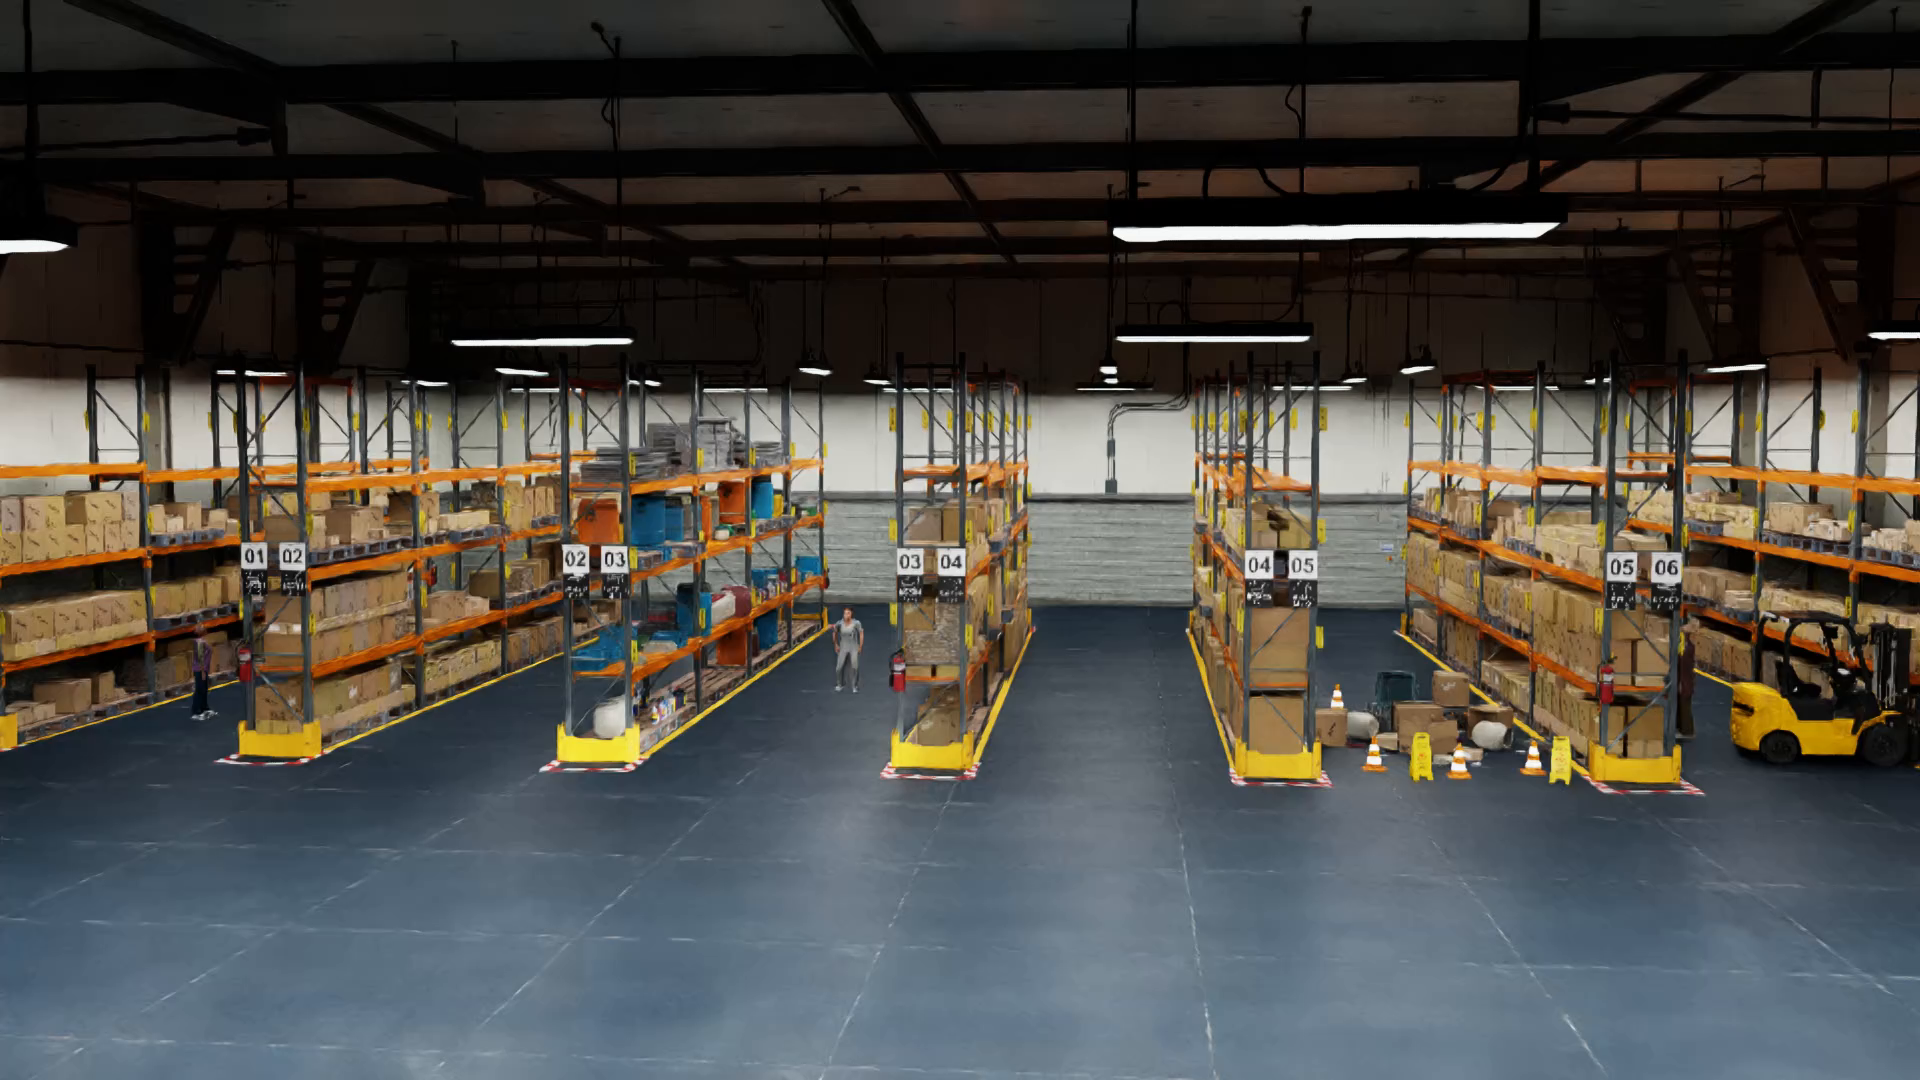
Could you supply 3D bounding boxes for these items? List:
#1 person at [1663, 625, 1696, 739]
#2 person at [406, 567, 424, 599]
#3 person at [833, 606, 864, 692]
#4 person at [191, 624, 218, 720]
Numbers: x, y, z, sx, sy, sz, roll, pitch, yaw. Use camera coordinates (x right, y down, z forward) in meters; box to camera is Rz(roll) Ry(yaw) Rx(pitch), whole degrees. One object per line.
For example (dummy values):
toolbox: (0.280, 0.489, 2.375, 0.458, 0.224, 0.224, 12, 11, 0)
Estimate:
person: (11.389, 2.229, 26.314, 0.551, 1.782, 0.636, 3, 5, 36)
person: (-12.471, 1.442, 37.805, 0.557, 1.704, 1.114, 0, 4, 4)
person: (-2.064, 2.013, 30.774, 0.580, 1.616, 0.473, 0, 4, 4)
person: (-12.739, 2.204, 27.995, 0.409, 1.599, 0.464, -2, 4, -23)
